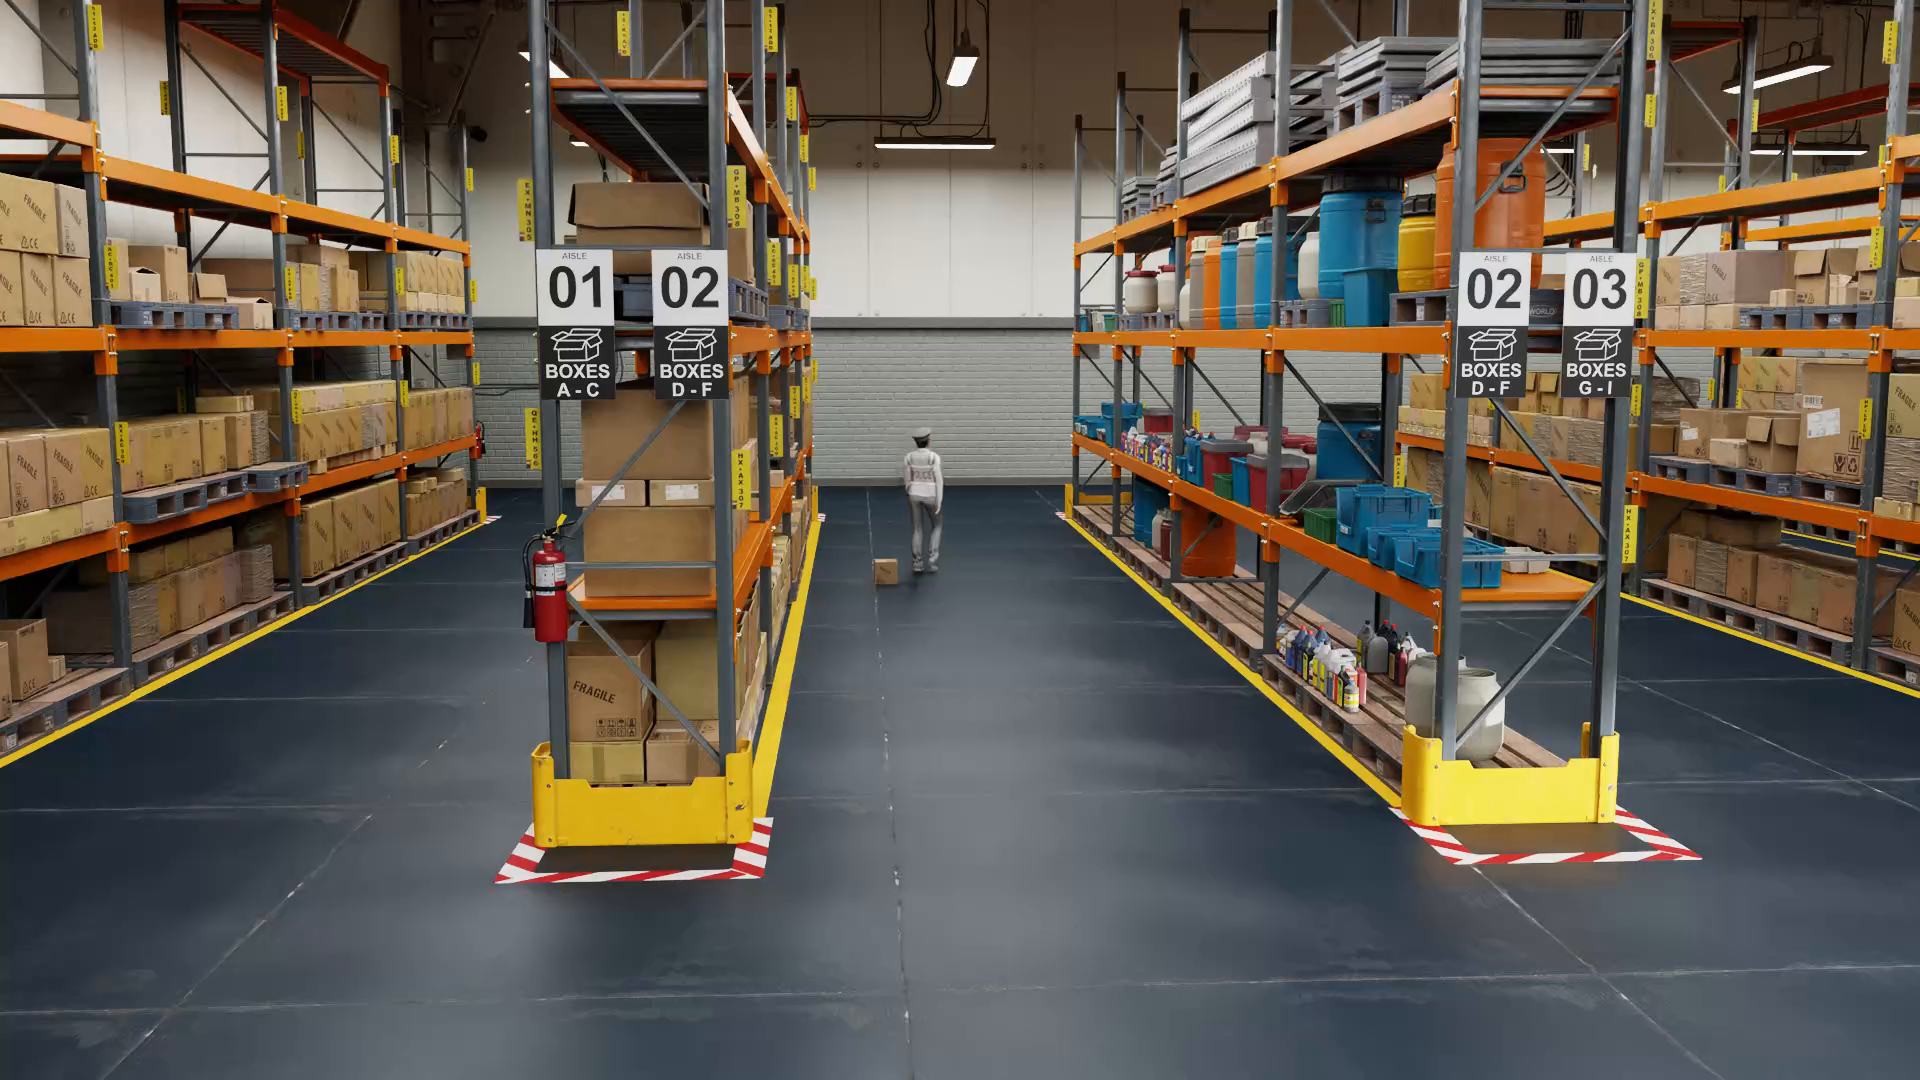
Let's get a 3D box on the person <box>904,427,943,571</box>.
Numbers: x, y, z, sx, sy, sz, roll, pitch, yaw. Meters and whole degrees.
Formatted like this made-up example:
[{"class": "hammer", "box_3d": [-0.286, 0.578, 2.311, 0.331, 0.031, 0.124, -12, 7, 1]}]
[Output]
[{"class": "person", "box_3d": [-0.418, -0.449, 19.390, 0.493, 1.744, 0.496, 1, 7, 10]}]
